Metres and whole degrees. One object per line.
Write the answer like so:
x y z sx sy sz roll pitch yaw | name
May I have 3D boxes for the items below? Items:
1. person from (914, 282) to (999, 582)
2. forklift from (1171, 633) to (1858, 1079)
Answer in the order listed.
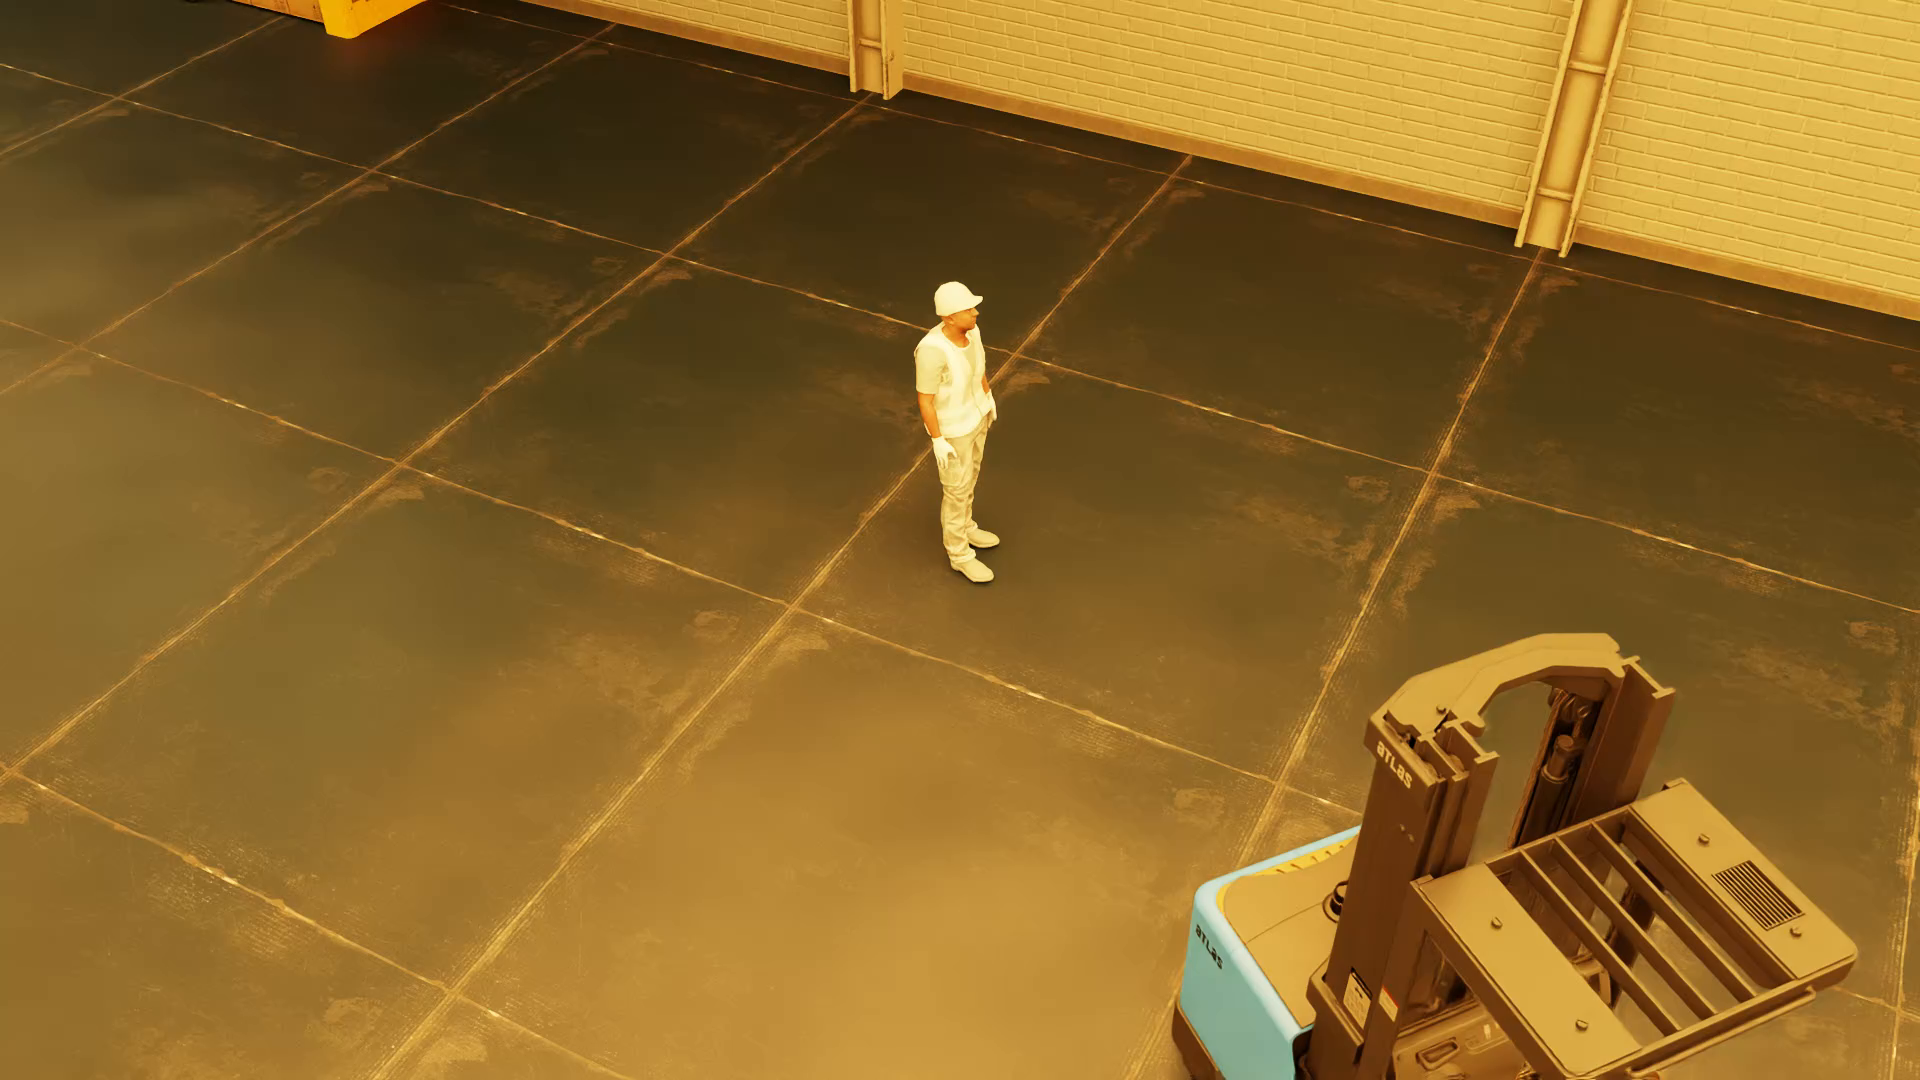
0.061 -0.659 9.653 0.574 1.779 0.657 18 43 21 | person
2.010 1.883 5.751 1.130 2.935 3.031 -16 43 -18 | forklift
